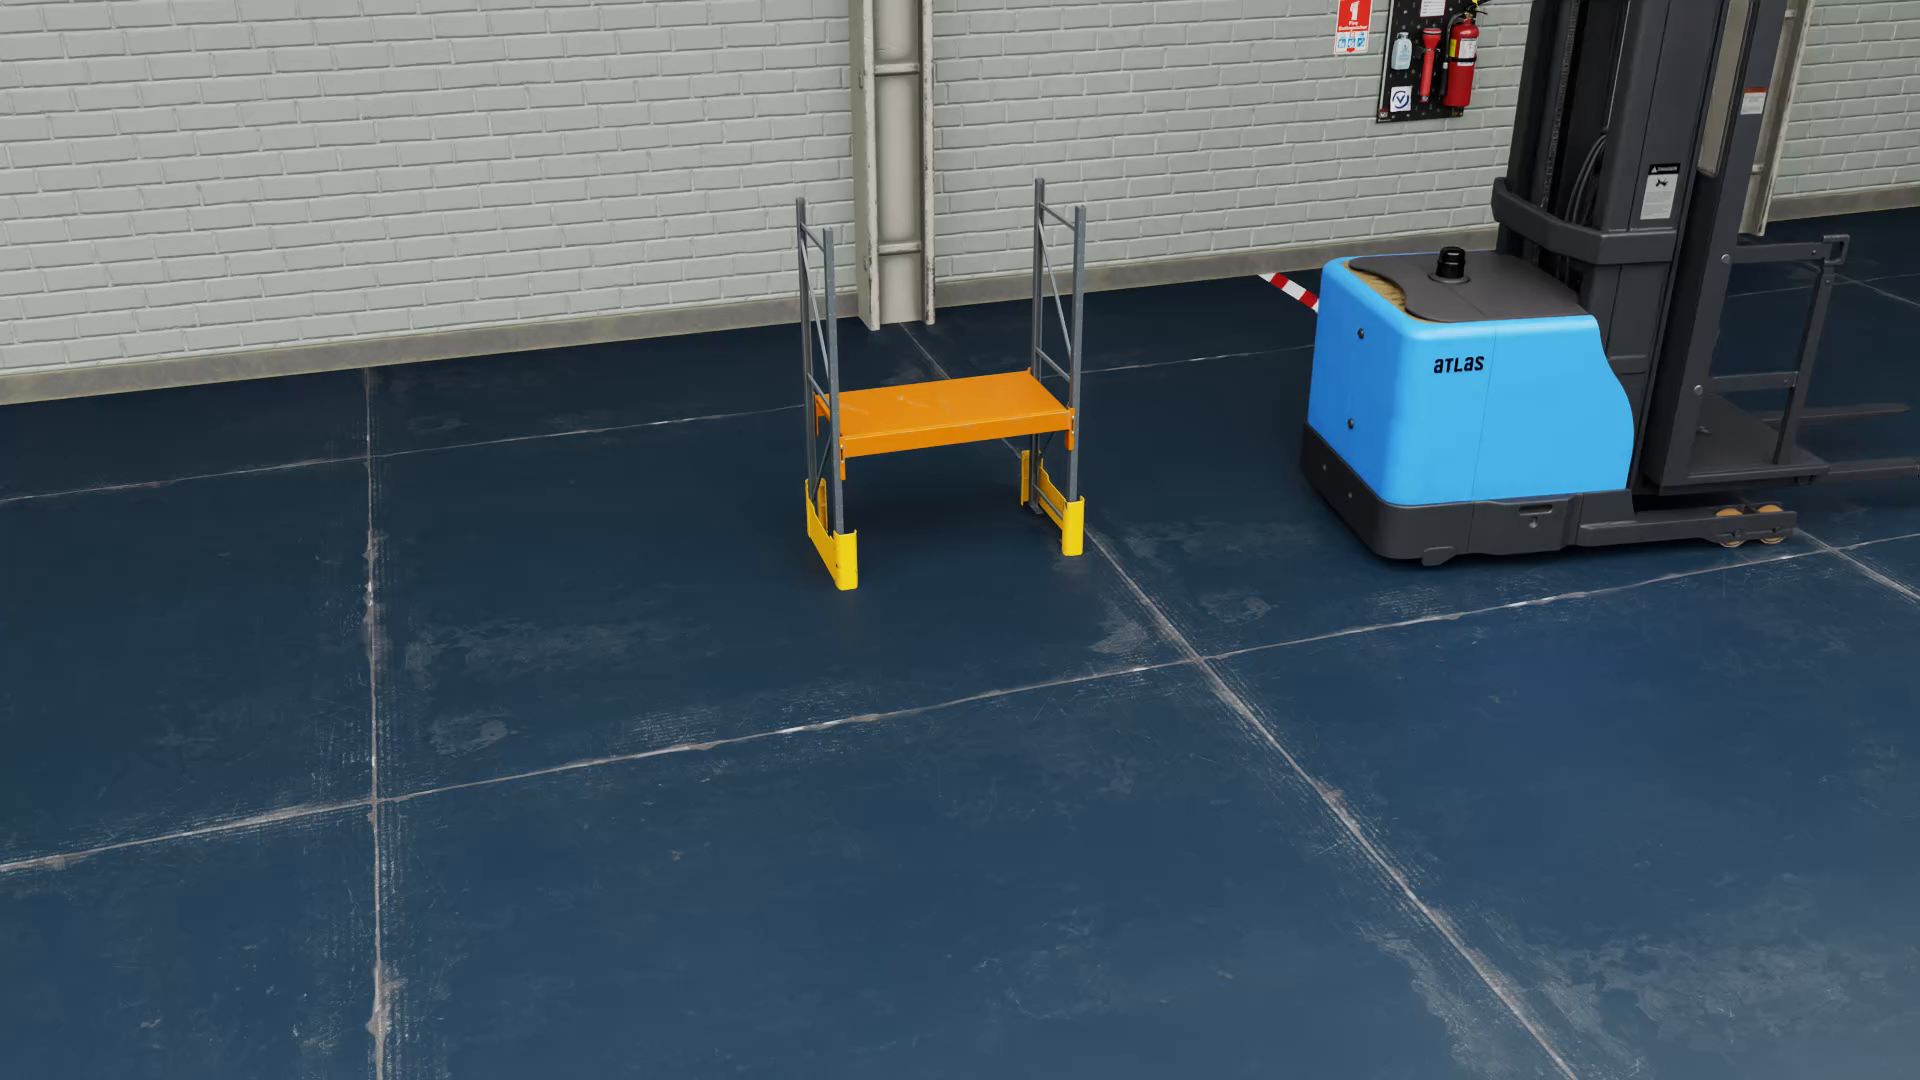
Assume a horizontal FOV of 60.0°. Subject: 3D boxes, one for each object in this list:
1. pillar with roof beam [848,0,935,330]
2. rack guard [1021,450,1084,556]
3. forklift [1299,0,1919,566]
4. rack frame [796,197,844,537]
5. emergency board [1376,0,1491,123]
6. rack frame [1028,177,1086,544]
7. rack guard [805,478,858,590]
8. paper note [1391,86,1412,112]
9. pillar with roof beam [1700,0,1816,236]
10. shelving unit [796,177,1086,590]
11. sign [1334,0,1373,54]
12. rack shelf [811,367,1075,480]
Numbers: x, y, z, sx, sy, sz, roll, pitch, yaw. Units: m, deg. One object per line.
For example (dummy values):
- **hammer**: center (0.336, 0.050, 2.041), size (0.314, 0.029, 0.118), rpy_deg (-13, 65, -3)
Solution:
- **pillar with roof beam**: center (0.953, -3.527, 4.234), size (0.400, 9.000, 9.100), rpy_deg (-8, 28, -16)
- **rack guard**: center (0.401, -0.170, 7.311), size (0.087, 0.250, 0.587), rpy_deg (-8, 28, -16)
- **forklift**: center (3.150, -1.507, 6.989), size (3.031, 2.935, 1.130), rpy_deg (-5, 27, -9)
- **rack frame**: center (-0.564, -0.590, 6.752), size (0.032, 1.500, 0.500), rpy_deg (-8, 28, -16)
- **emergency board**: center (2.963, -3.162, 10.246), size (0.643, 1.169, 0.194), rpy_deg (-8, 28, -16)
- **rack frame**: center (0.402, -0.730, 7.034), size (0.032, 1.500, 0.500), rpy_deg (-8, 28, -16)
- **rack guard**: center (-0.546, -0.033, 7.035), size (0.087, 0.250, 0.587), rpy_deg (-8, 28, -16)
- **paper note**: center (2.773, -2.772, 10.451), size (0.142, 0.148, 0.016), rpy_deg (-8, 28, -16)
- **pillar with roof beam**: center (6.658, -4.353, 5.898), size (0.400, 9.000, 9.100), rpy_deg (-8, 28, -16)
- **shelving unit**: center (-0.072, -0.661, 6.895), size (1.083, 1.500, 0.587), rpy_deg (-8, 28, -16)
- **sign**: center (2.405, -3.145, 10.172), size (0.234, 0.329, 0.001), rpy_deg (-8, 28, -16)
- **rack shelf**: center (-0.081, -0.499, 6.973), size (1.000, 0.185, 0.538), rpy_deg (-8, 28, -16)
